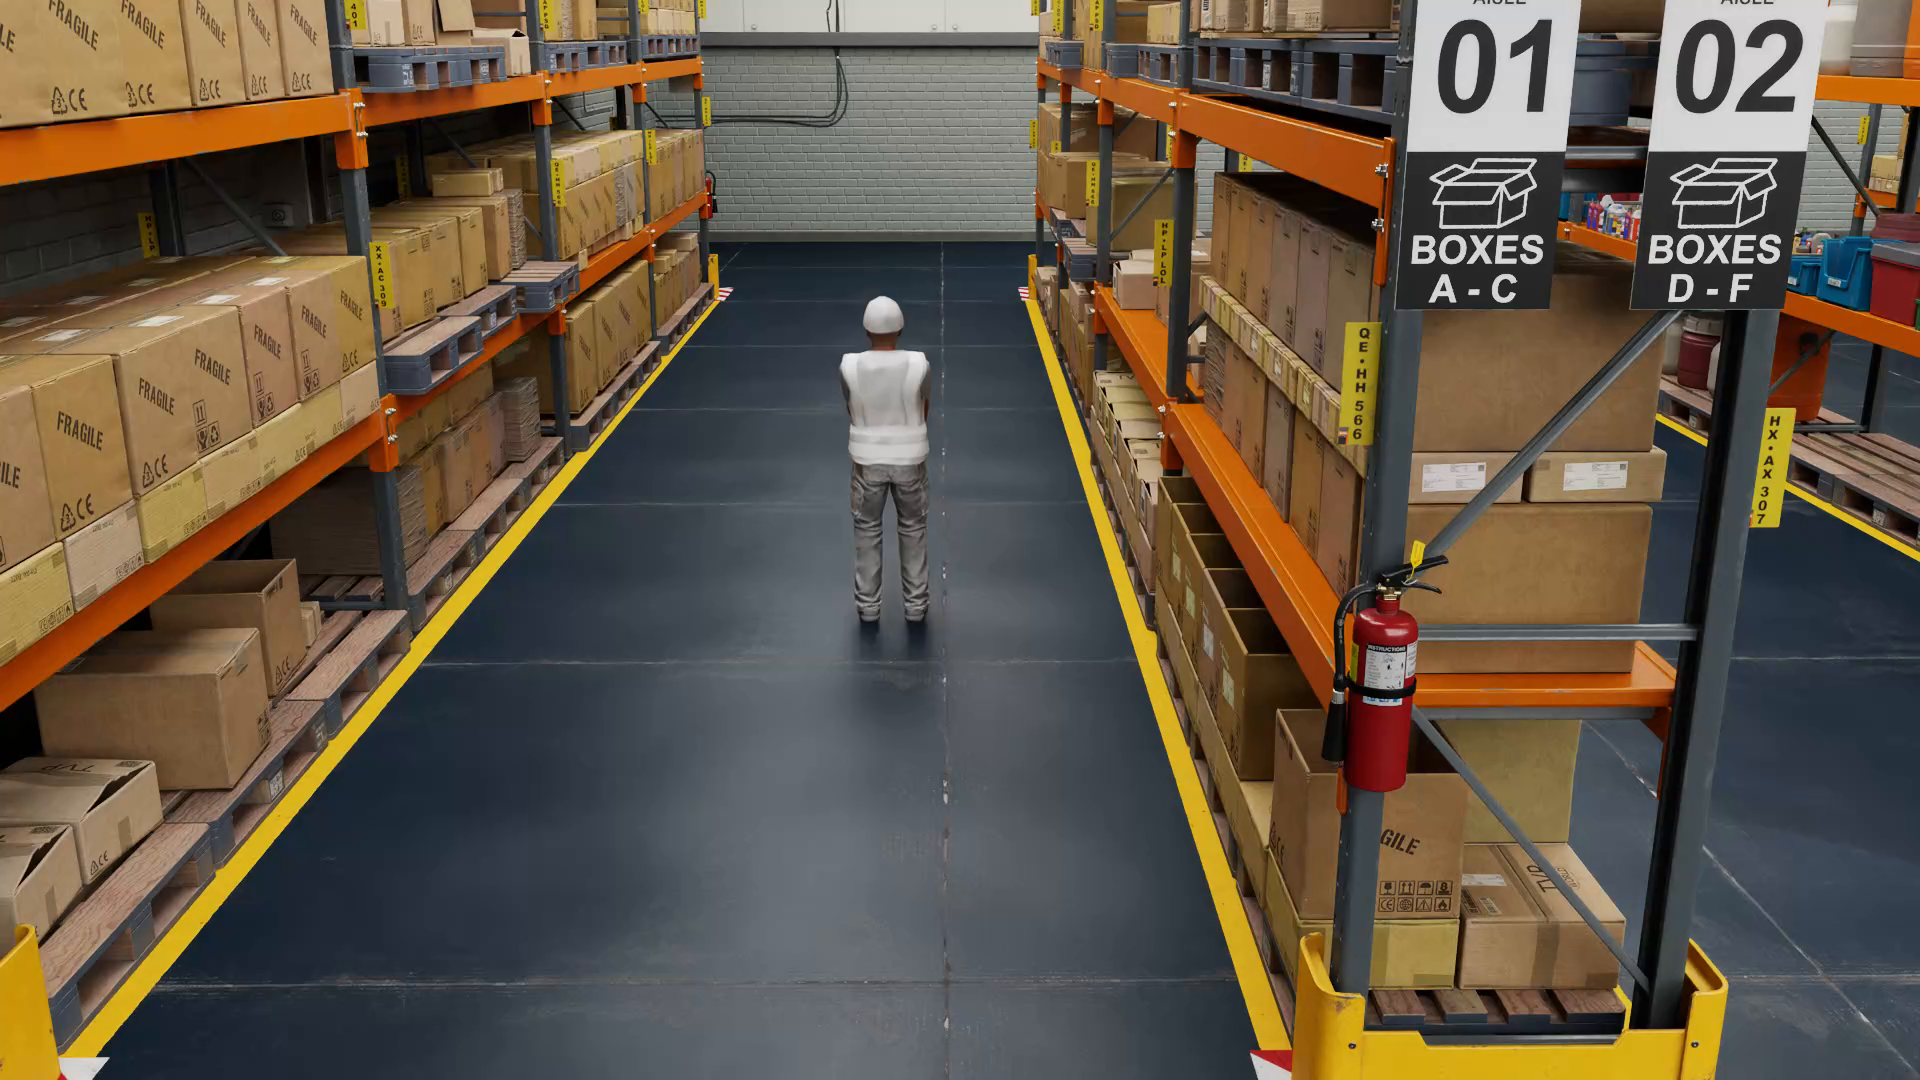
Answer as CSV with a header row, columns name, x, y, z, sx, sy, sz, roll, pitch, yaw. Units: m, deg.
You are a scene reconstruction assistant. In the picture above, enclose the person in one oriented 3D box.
name,x,y,z,sx,sy,sz,roll,pitch,yaw
person,-0.393,-0.457,9.018,0.487,1.779,0.584,0,17,-1
